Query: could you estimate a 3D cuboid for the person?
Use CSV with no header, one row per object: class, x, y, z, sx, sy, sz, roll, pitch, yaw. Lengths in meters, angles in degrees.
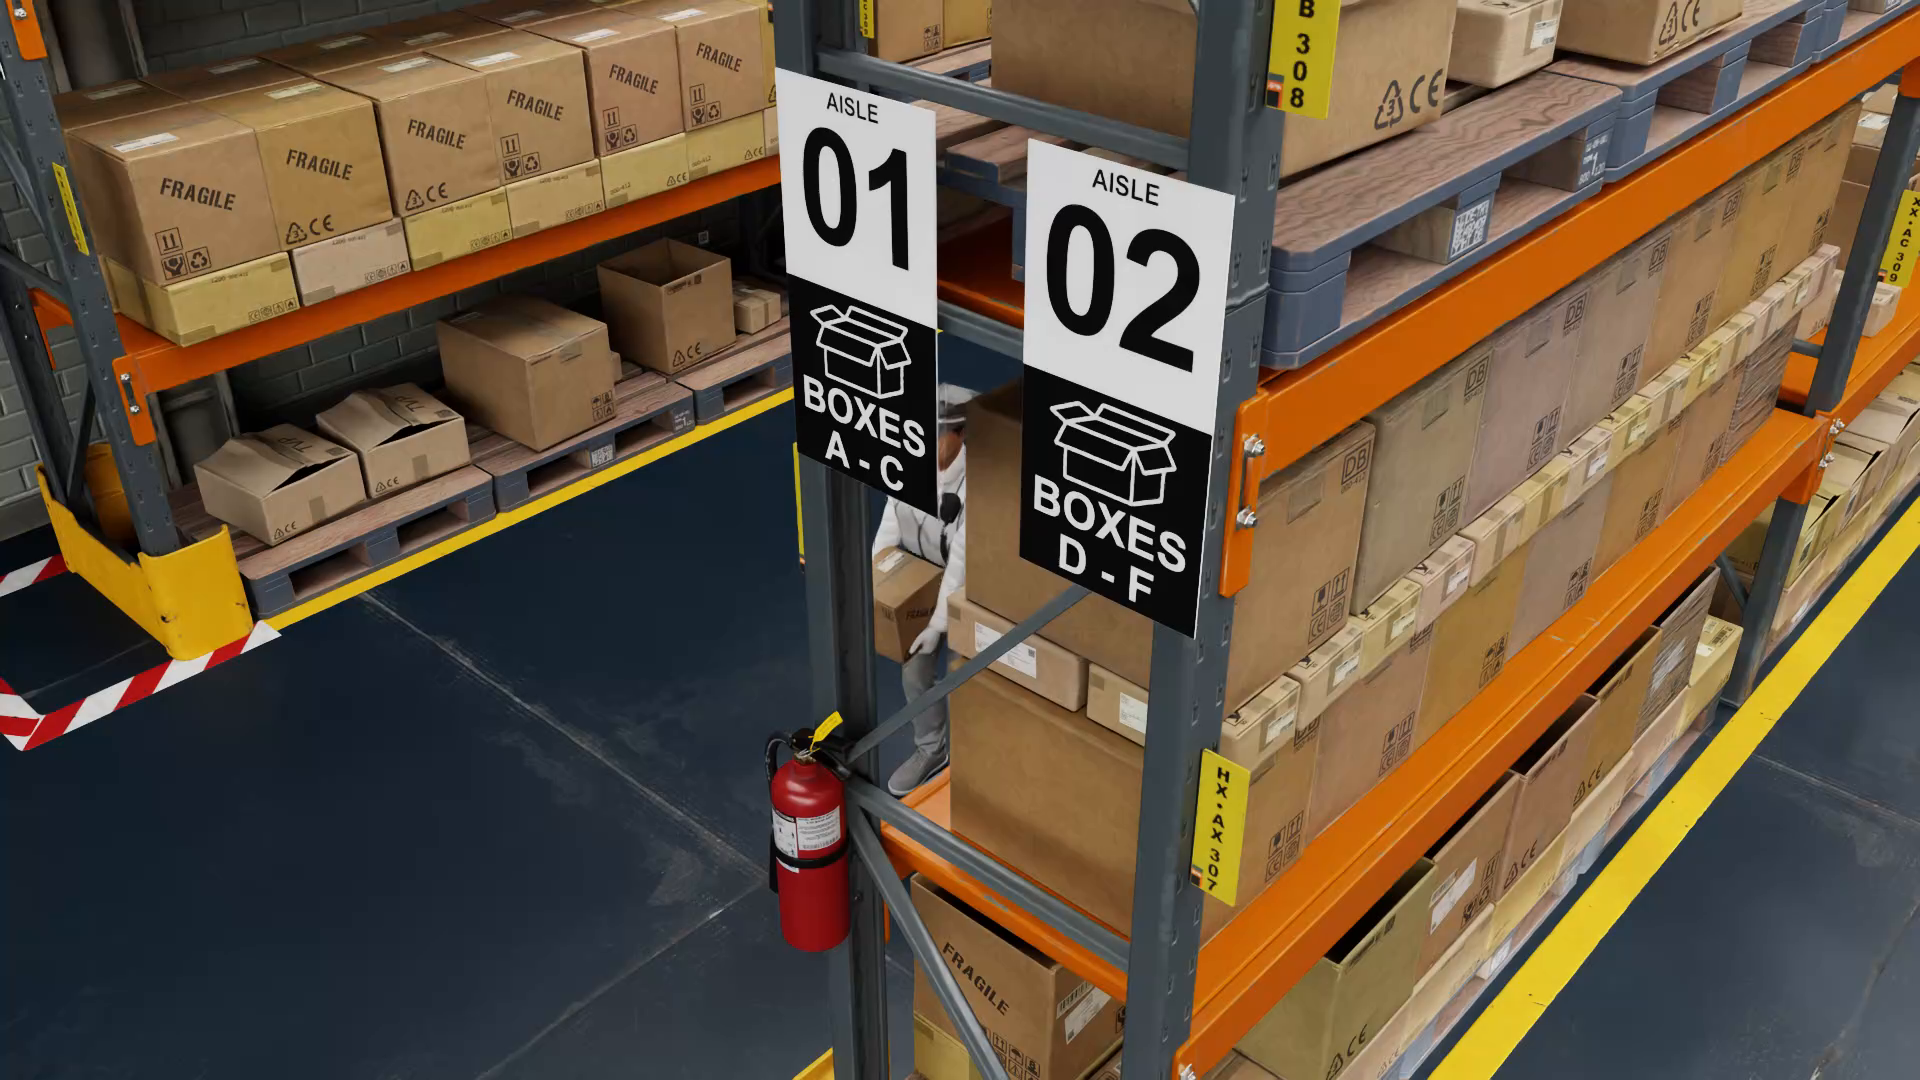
person,-0.082,0.226,5.762,0.417,1.677,0.535,24,39,34
